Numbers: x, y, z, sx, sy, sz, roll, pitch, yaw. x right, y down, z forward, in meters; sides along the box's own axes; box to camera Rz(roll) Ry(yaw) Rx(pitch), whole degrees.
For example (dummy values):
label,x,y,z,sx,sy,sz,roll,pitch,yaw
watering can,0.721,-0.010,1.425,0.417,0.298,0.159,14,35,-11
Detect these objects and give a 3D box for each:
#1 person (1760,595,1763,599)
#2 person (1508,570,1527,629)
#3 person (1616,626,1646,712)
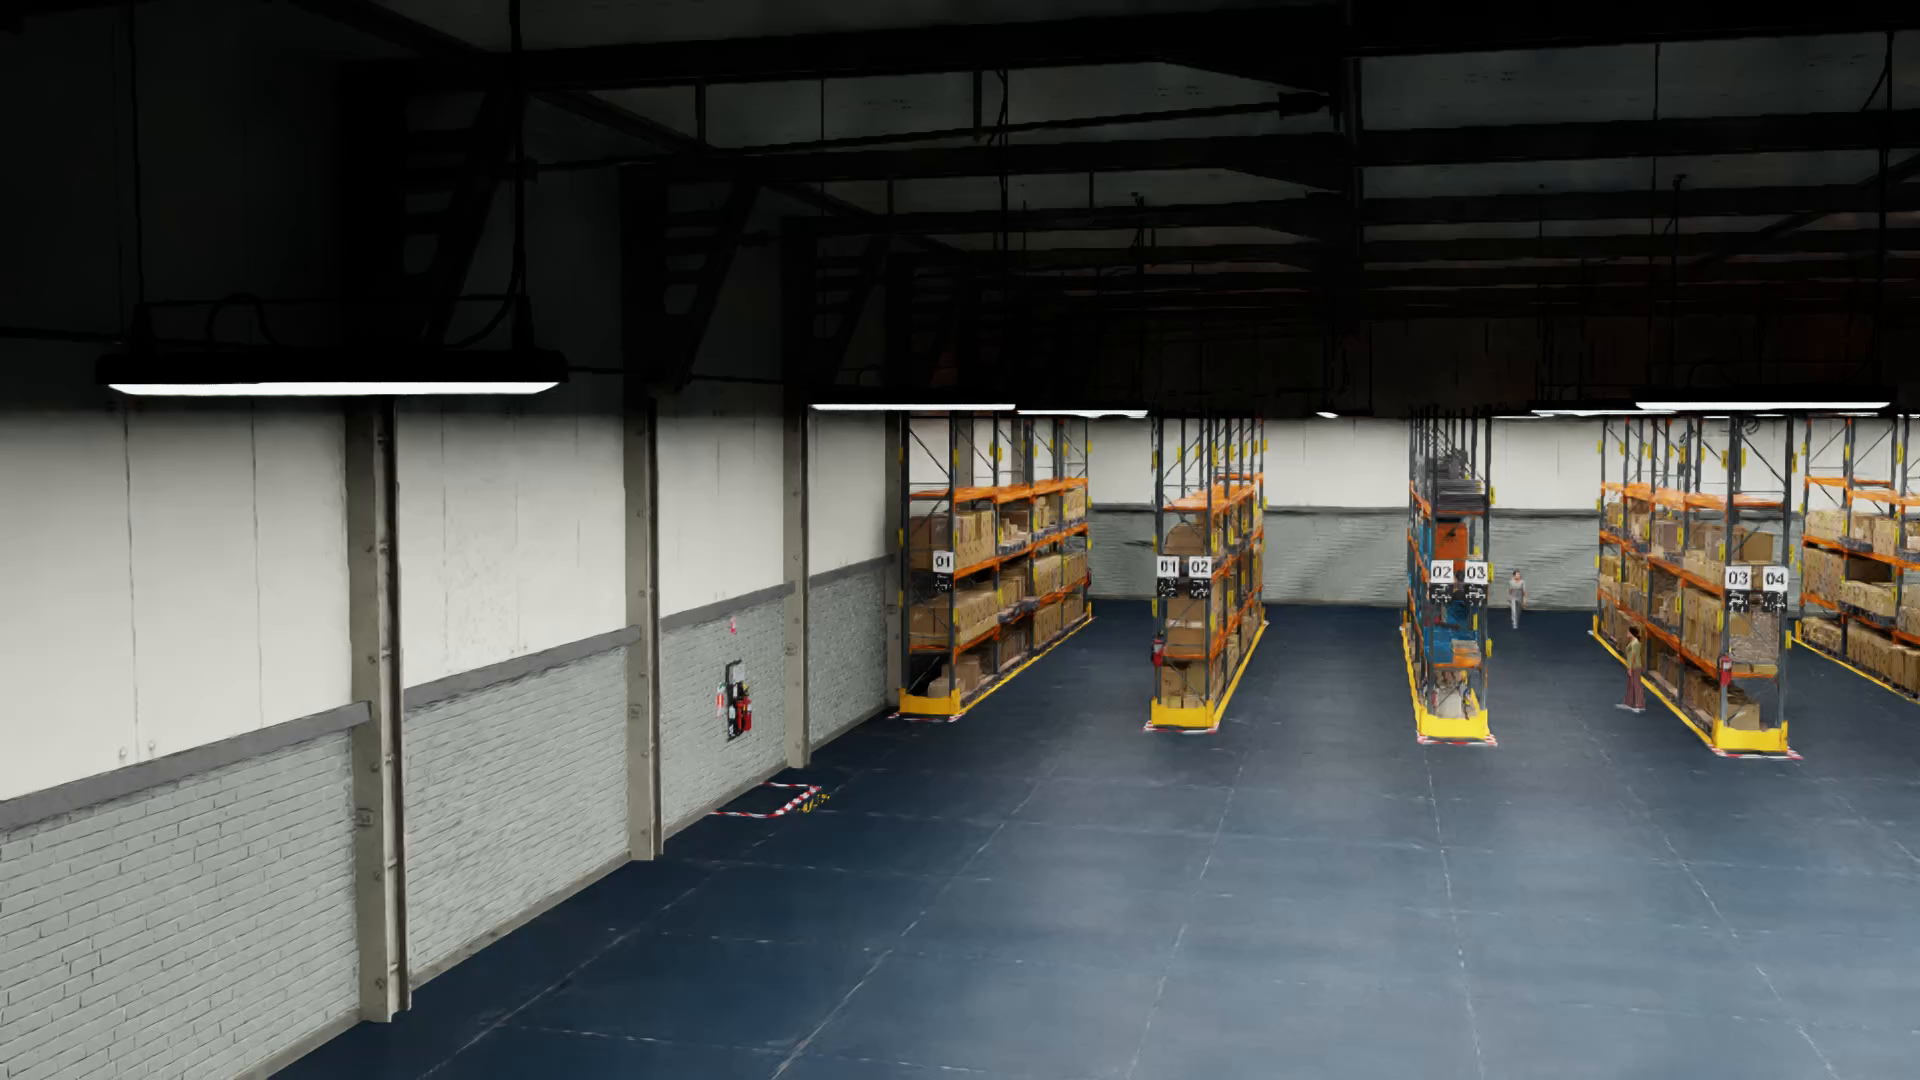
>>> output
label,x,y,z,sx,sy,sz,roll,pitch,yaw
person,22.648,1.529,46.396,0.589,1.746,0.950,2,5,29
person,15.367,1.626,45.838,0.453,1.611,1.019,1,4,13
person,13.247,2.520,32.777,0.574,1.665,0.589,2,5,26
